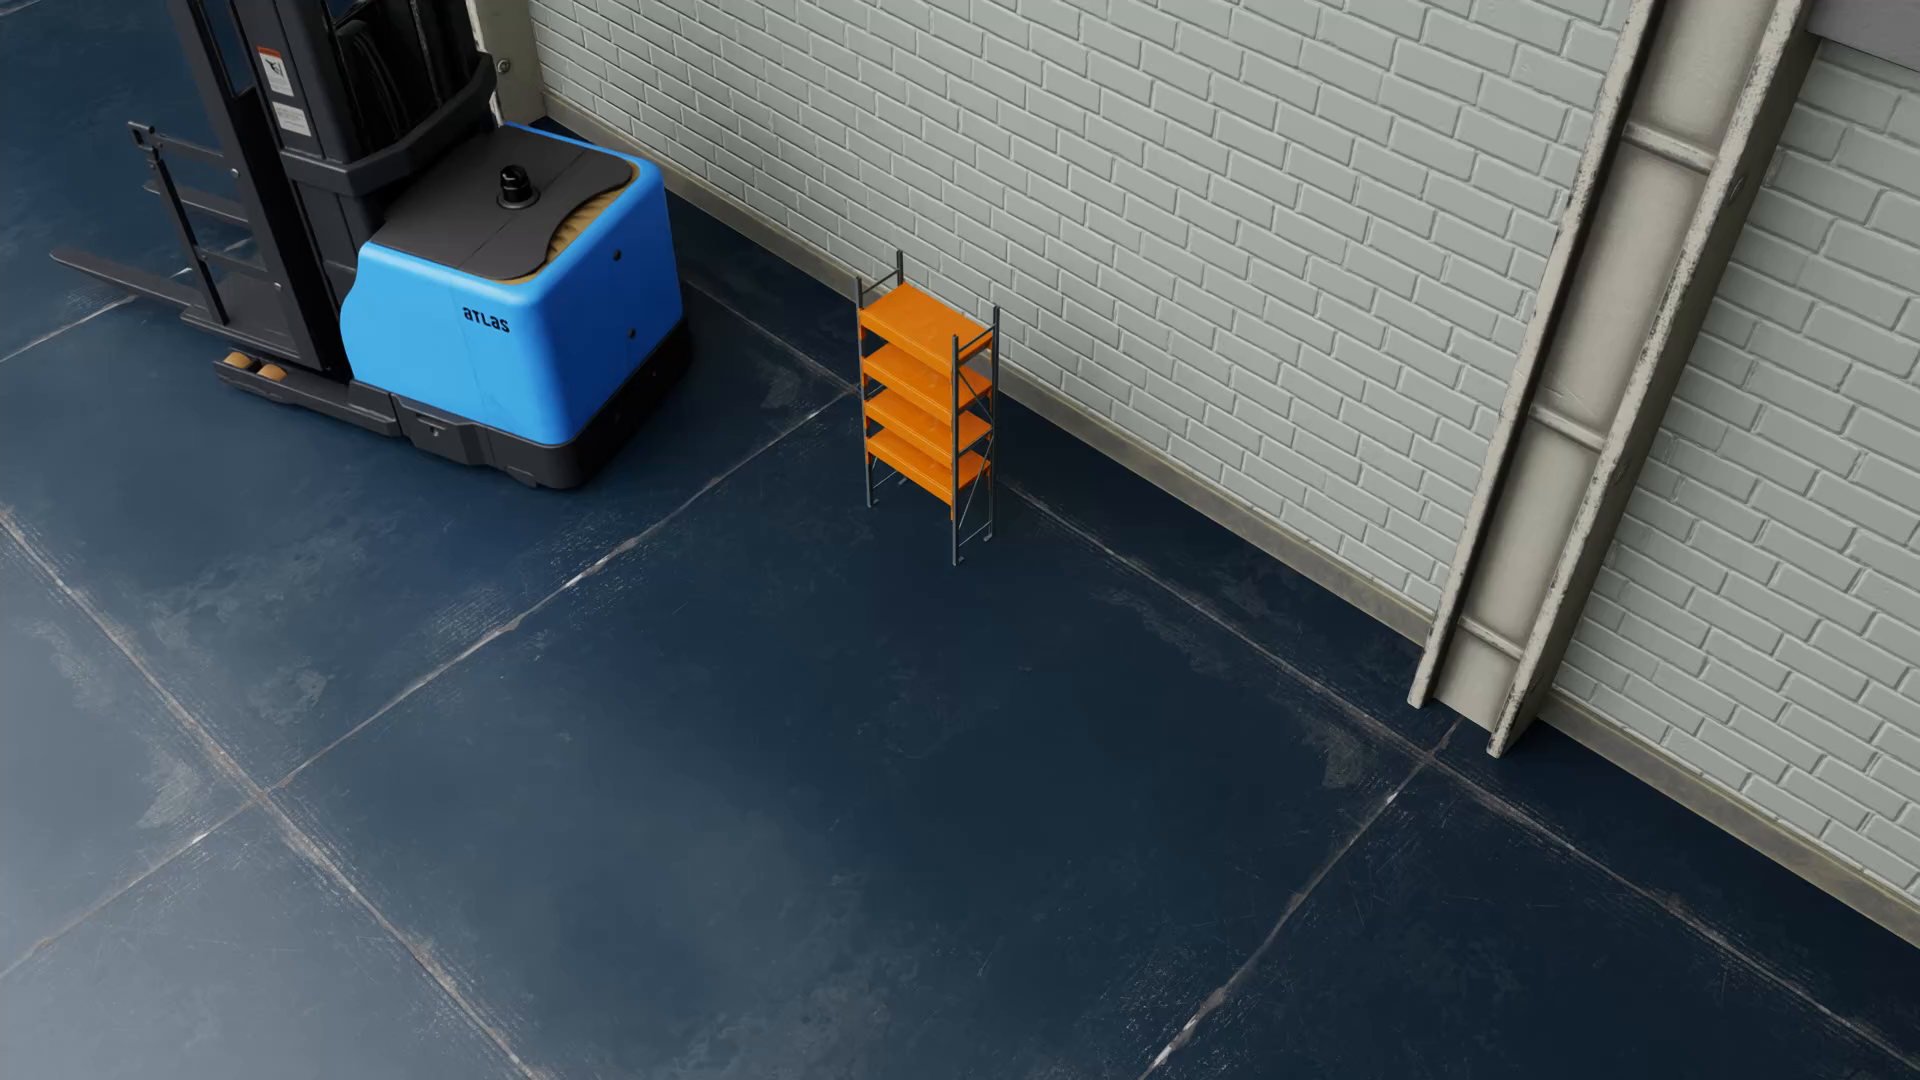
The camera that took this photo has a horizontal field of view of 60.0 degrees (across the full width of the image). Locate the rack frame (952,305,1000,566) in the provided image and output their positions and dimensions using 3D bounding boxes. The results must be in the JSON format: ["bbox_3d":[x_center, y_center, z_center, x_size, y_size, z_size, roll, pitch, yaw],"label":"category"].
[{"bbox_3d":[0.058,-0.372,6.385,0.015,1.200,0.240,34,55,28],"label":"rack frame"}]

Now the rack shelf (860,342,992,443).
[{"bbox_3d":[-0.122,-0.600,6.384,0.480,0.148,0.258,34,55,28],"label":"rack shelf"}]

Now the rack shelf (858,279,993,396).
[{"bbox_3d":[-0.122,-0.762,6.211,0.480,0.148,0.258,34,55,28],"label":"rack shelf"}]

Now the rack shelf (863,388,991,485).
[{"bbox_3d":[-0.122,-0.446,6.547,0.480,0.148,0.258,34,55,28],"label":"rack shelf"}]

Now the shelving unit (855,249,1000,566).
[{"bbox_3d":[-0.122,-0.493,6.498,0.503,1.200,0.258,34,55,28],"label":"shelving unit"}]

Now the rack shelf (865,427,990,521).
[{"bbox_3d":[-0.122,-0.311,6.692,0.480,0.148,0.258,34,55,28],"label":"rack shelf"}]

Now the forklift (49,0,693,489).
[{"bbox_3d":[-2.771,-1.952,6.681,3.031,2.935,1.130,19,50,17],"label":"forklift"}]

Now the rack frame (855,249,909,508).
[{"bbox_3d":[-0.301,-0.613,6.611,0.015,1.200,0.240,34,55,28],"label":"rack frame"}]

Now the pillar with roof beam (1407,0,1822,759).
[{"bbox_3d":[-0.983,-0.148,0.825,0.400,9.000,9.100,34,55,28],"label":"pillar with roof beam"}]

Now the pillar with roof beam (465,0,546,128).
[{"bbox_3d":[-5.392,-3.115,3.611,0.400,9.000,9.100,34,55,28],"label":"pillar with roof beam"}]
